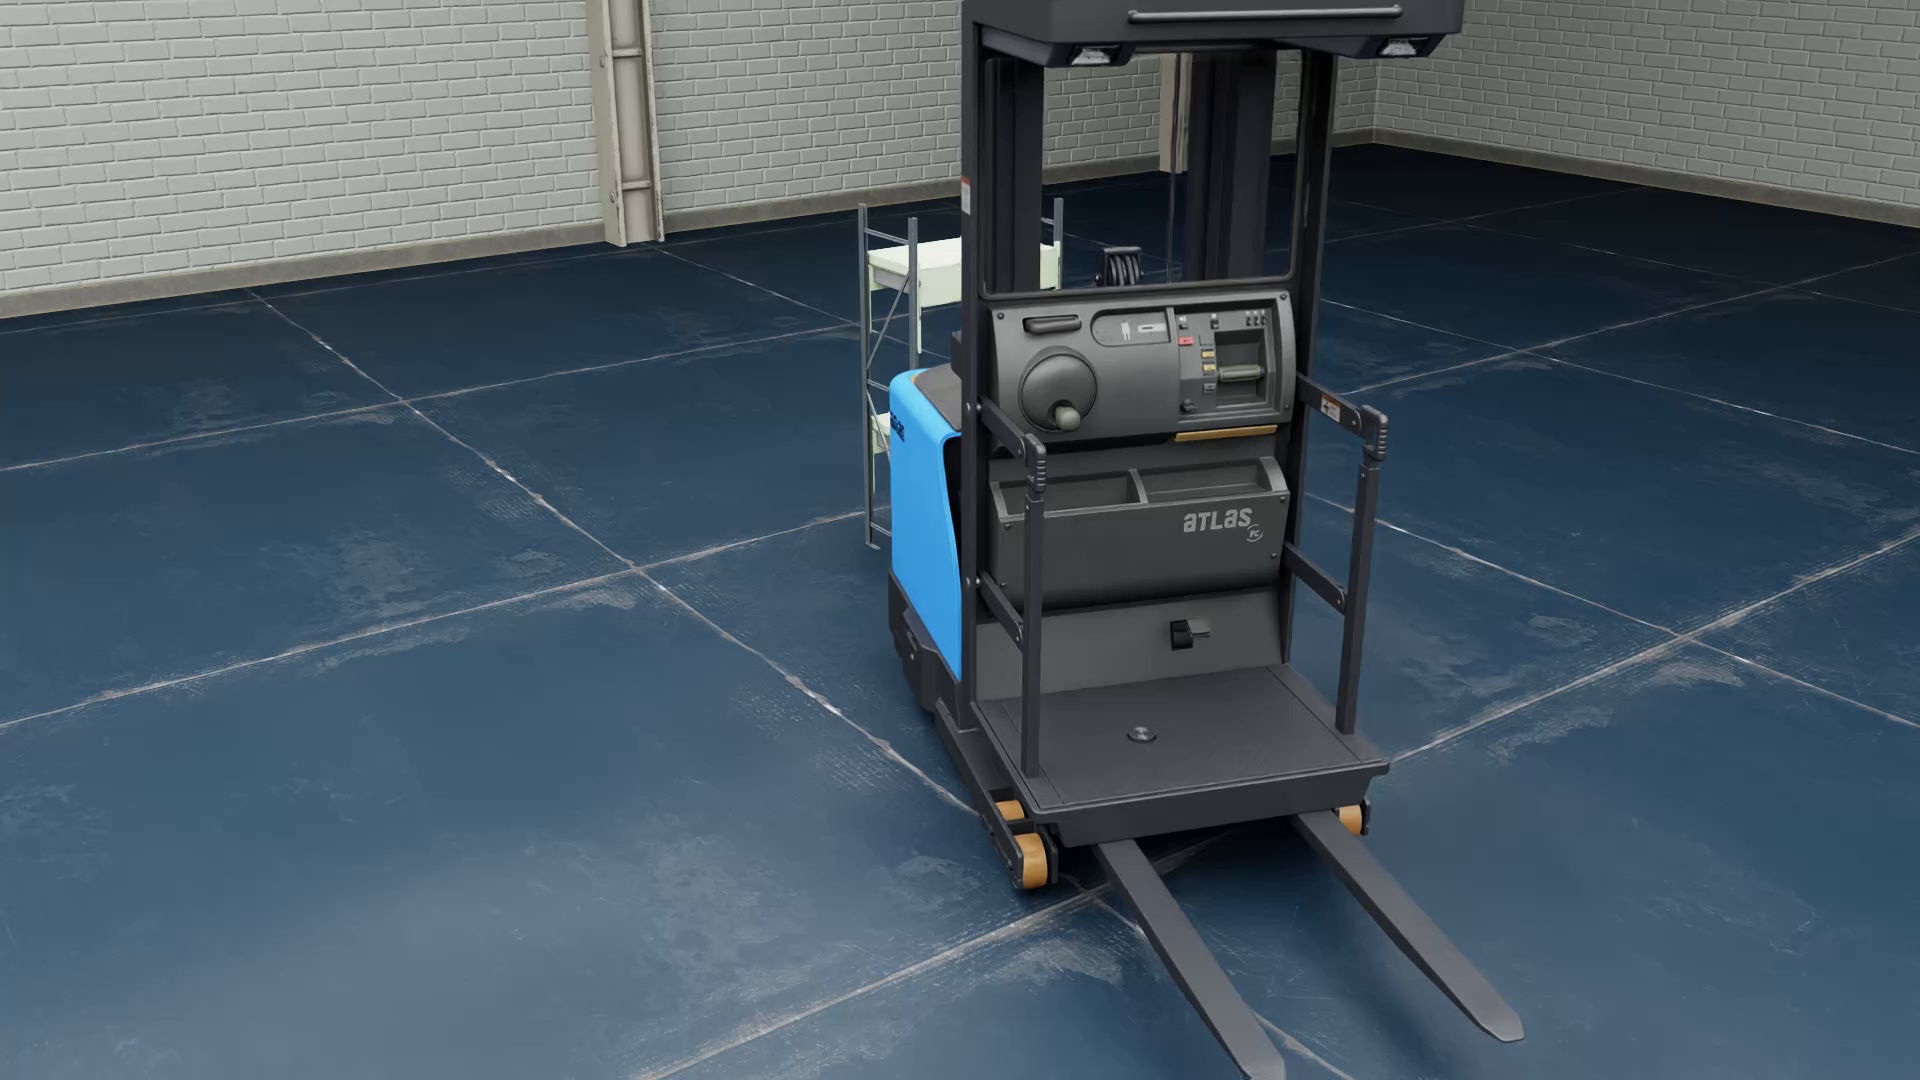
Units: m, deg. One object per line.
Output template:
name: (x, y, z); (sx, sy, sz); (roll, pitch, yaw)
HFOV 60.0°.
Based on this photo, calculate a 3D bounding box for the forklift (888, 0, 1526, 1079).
forklift: (0.606, -0.502, 4.699); (1.130, 2.935, 3.031); (-6, 22, -14)

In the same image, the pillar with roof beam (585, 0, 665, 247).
pillar with roof beam: (-0.122, -5.311, 8.565); (0.400, 9.000, 9.100); (-15, 26, -33)

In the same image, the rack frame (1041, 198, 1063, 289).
rack frame: (0.303, -0.777, 7.321); (0.023, 1.500, 0.400); (-15, 26, -33)

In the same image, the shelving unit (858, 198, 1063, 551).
shelving unit: (0.005, -0.698, 7.122); (0.755, 1.500, 0.431); (-15, 26, -33)

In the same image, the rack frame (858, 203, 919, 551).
rack frame: (-0.292, -0.619, 6.924); (0.023, 1.500, 0.400); (-15, 26, -33)

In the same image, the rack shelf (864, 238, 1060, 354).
rack shelf: (0.005, -1.061, 6.977); (0.720, 0.370, 0.431); (-15, 26, -33)

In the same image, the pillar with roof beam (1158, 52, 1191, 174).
pillar with roof beam: (4.748, -6.610, 11.819); (0.400, 9.000, 9.100); (-15, 26, -33)

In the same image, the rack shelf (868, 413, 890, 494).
rack shelf: (0.005, -0.395, 7.243); (0.720, 0.370, 0.431); (-15, 26, -33)
